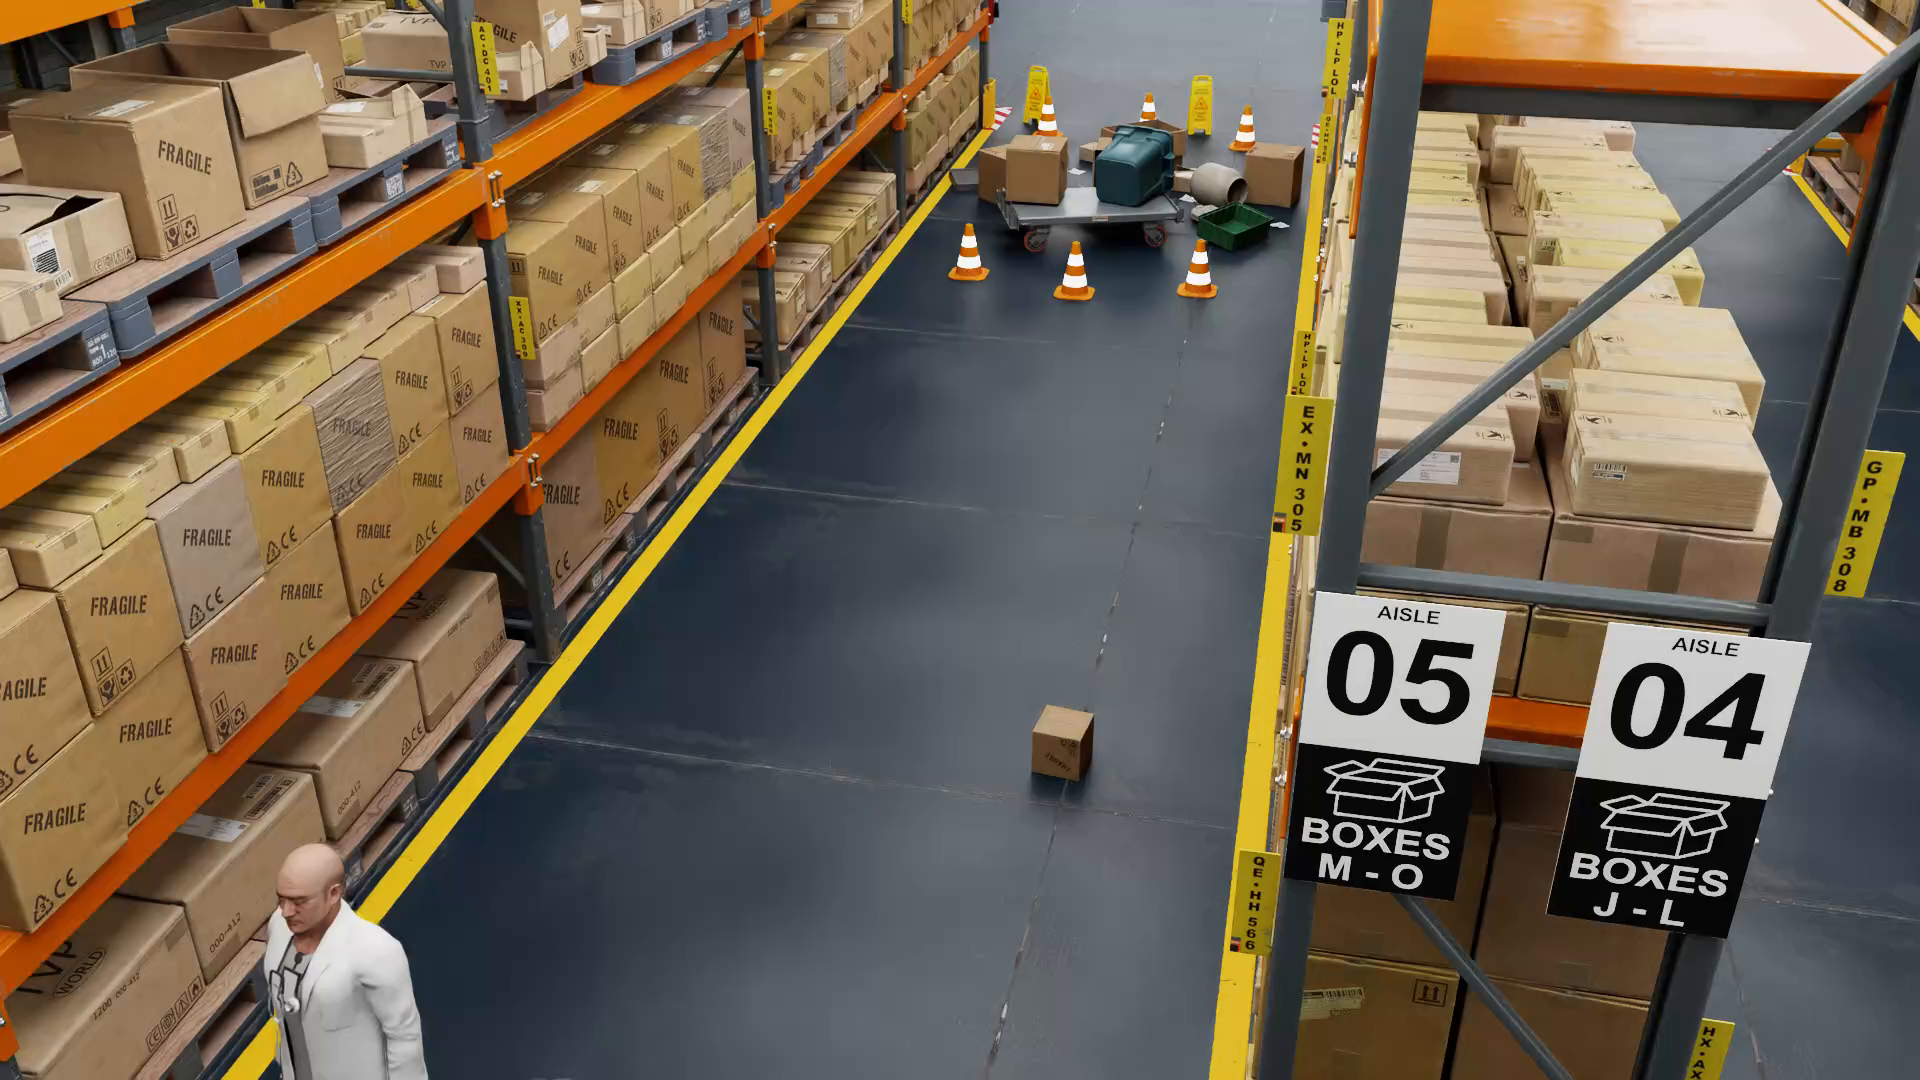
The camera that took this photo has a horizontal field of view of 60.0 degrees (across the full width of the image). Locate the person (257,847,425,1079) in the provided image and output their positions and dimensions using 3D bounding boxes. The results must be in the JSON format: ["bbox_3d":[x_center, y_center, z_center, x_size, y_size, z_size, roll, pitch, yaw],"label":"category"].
[{"bbox_3d":[-2.000,1.761,5.354,0.568,1.798,0.507,17,33,29],"label":"person"}]
